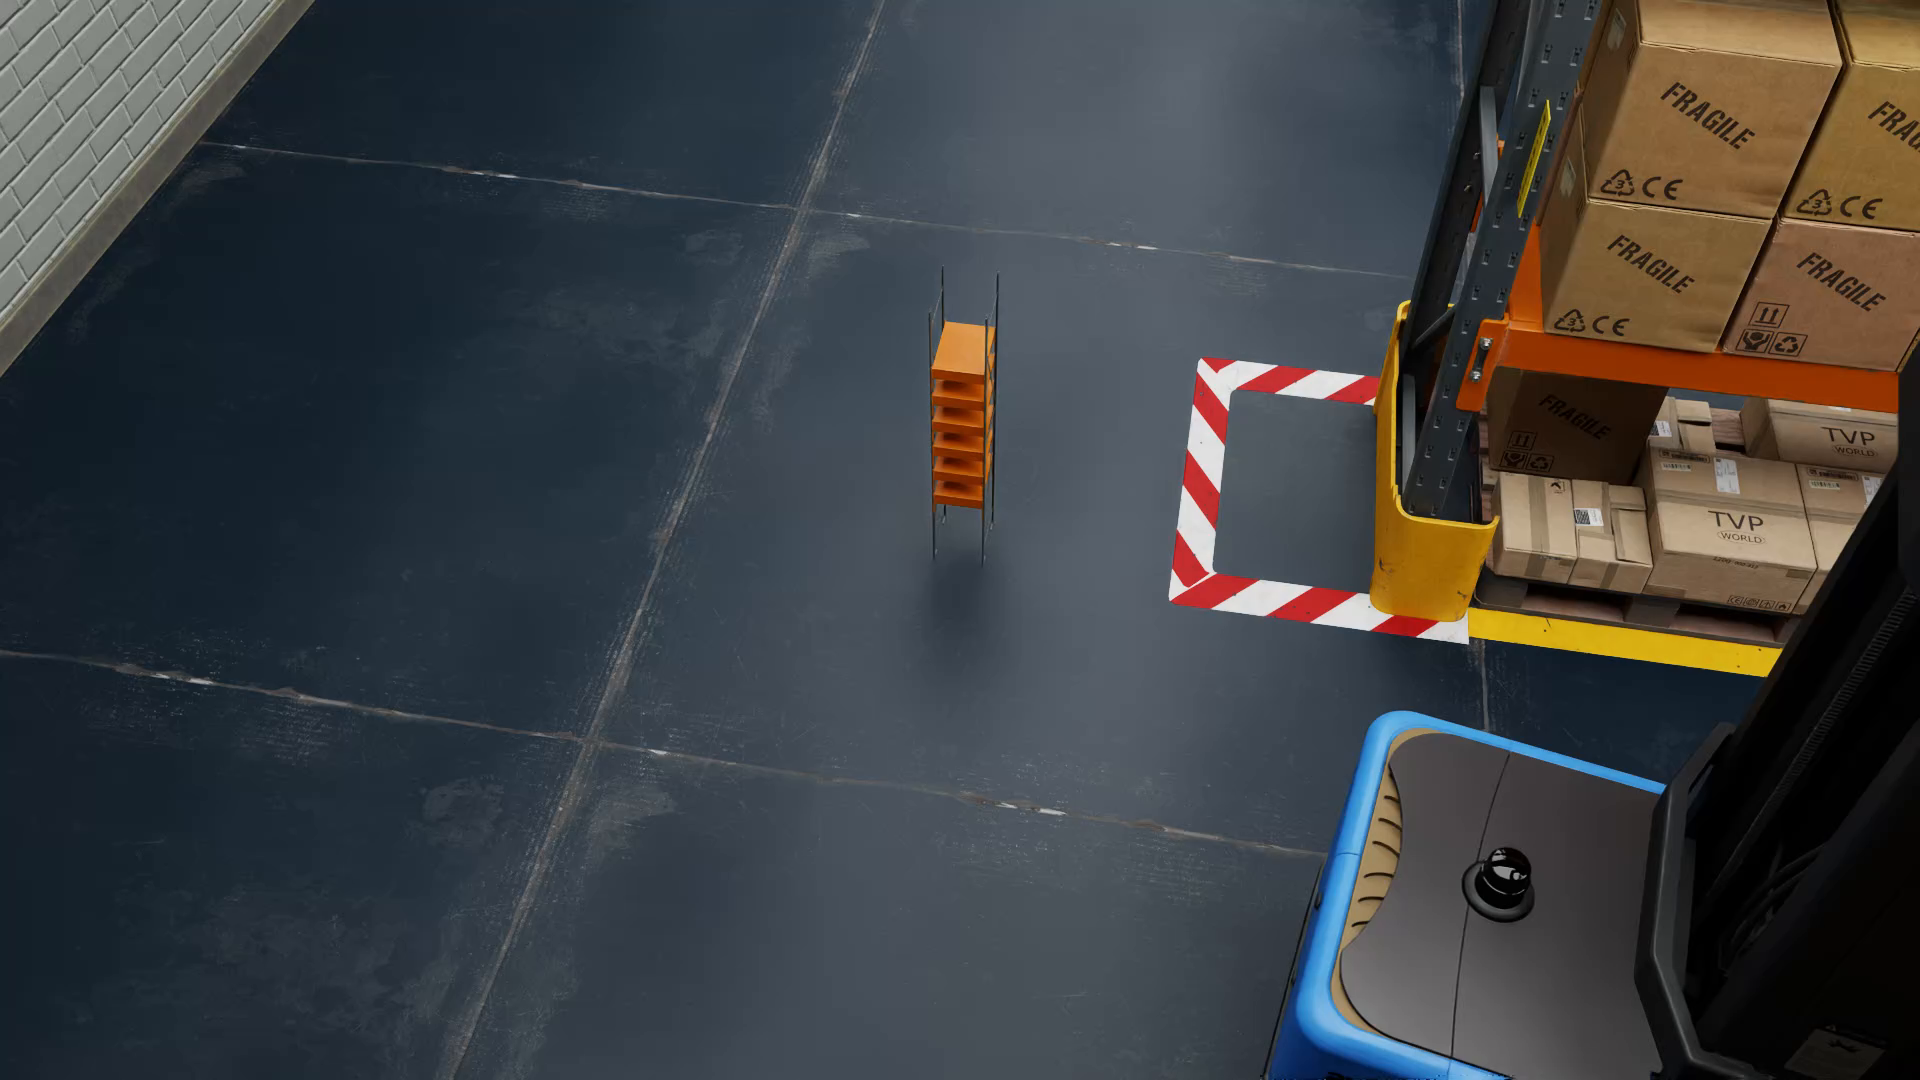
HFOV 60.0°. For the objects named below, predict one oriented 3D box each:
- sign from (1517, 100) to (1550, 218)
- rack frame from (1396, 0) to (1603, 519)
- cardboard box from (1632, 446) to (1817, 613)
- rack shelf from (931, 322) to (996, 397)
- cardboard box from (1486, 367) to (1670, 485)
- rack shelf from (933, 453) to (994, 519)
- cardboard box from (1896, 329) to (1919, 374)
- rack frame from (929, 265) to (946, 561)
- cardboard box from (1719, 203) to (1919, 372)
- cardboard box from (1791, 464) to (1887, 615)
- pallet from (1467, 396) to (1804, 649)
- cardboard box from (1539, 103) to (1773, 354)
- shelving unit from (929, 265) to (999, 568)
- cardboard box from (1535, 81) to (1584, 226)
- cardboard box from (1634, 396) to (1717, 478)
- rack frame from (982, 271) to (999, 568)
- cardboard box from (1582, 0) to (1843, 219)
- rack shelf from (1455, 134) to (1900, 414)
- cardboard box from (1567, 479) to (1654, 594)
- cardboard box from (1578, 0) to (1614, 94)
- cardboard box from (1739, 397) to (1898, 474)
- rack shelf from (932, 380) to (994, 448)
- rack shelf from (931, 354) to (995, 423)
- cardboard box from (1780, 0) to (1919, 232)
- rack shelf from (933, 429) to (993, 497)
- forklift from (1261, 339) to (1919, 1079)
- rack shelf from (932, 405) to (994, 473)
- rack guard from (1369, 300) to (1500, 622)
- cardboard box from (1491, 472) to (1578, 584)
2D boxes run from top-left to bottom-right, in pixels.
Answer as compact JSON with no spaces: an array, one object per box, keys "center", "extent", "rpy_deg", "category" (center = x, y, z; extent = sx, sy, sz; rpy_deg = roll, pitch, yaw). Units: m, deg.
[{"center":[1.584,-1.052,4.596],"extent":[0.005,0.325,0.100],"rpy_deg":[8,49,7],"category":"sign"},{"center":[1.681,-1.159,5.275],"extent":[0.127,3.000,1.000],"rpy_deg":[8,49,7],"category":"rack frame"},{"center":[2.657,-0.042,5.824],"extent":[0.500,0.250,0.500],"rpy_deg":[8,49,7],"category":"cardboard box"},{"center":[0.014,-0.610,5.567],"extent":[0.180,0.103,0.258],"rpy_deg":[8,49,7],"category":"rack shelf"},{"center":[2.260,-0.579,6.139],"extent":[0.500,0.500,0.500],"rpy_deg":[8,49,7],"category":"cardboard box"},{"center":[0.014,-0.209,6.014],"extent":[0.180,0.103,0.258],"rpy_deg":[8,49,7],"category":"rack shelf"},{"center":[3.072,-0.808,4.892],"extent":[0.500,0.500,0.500],"rpy_deg":[8,49,7],"category":"cardboard box"},{"center":[-0.076,-0.411,5.813],"extent":[0.006,1.200,0.240],"rpy_deg":[8,49,7],"category":"rack frame"},{"center":[2.579,-0.877,4.954],"extent":[0.500,0.500,0.500],"rpy_deg":[7,48,6],"category":"cardboard box"},{"center":[3.149,0.024,5.764],"extent":[0.500,0.250,0.500],"rpy_deg":[8,49,7],"category":"cardboard box"},{"center":[2.540,-0.112,6.209],"extent":[1.213,0.211,1.003],"rpy_deg":[8,49,7],"category":"pallet"},{"center":[2.070,-0.941,5.012],"extent":[0.500,0.500,0.500],"rpy_deg":[9,49,8],"category":"cardboard box"},{"center":[0.014,-0.399,5.802],"extent":[0.189,1.200,0.258],"rpy_deg":[8,49,7],"category":"shelving unit"},{"center":[2.170,-1.333,5.364],"extent":[0.500,0.500,0.500],"rpy_deg":[9,49,8],"category":"cardboard box"},{"center":[2.642,-0.348,6.155],"extent":[0.250,0.166,0.380],"rpy_deg":[8,49,7],"category":"cardboard box"},{"center":[0.104,-0.387,5.791],"extent":[0.006,1.200,0.240],"rpy_deg":[8,49,7],"category":"rack frame"},{"center":[2.070,-1.275,4.640],"extent":[0.500,0.500,0.500],"rpy_deg":[9,49,8],"category":"cardboard box"},{"center":[3.649,-0.654,5.305],"extent":[4.000,0.370,1.077],"rpy_deg":[8,49,7],"category":"rack shelf"},{"center":[2.278,-0.019,5.860],"extent":[0.250,0.166,0.380],"rpy_deg":[8,49,7],"category":"cardboard box"},{"center":[2.168,-1.669,4.994],"extent":[0.500,0.500,0.500],"rpy_deg":[7,48,6],"category":"cardboard box"},{"center":[3.189,-0.348,6.099],"extent":[0.500,0.250,0.500],"rpy_deg":[8,49,7],"category":"cardboard box"},{"center":[0.014,-0.450,5.746],"extent":[0.180,0.103,0.258],"rpy_deg":[8,49,7],"category":"rack shelf"},{"center":[0.014,-0.530,5.657],"extent":[0.180,0.103,0.258],"rpy_deg":[8,49,7],"category":"rack shelf"},{"center":[2.586,-1.212,4.583],"extent":[0.500,0.500,0.500],"rpy_deg":[8,49,7],"category":"cardboard box"},{"center":[0.014,-0.289,5.924],"extent":[0.180,0.103,0.258],"rpy_deg":[8,49,7],"category":"rack shelf"},{"center":[2.338,0.900,3.471],"extent":[3.031,2.935,1.130],"rpy_deg":[16,50,14],"category":"forklift"},{"center":[0.014,-0.369,5.835],"extent":[0.180,0.103,0.258],"rpy_deg":[8,49,7],"category":"rack shelf"},{"center":[1.755,-0.314,6.196],"extent":[0.348,0.500,1.175],"rpy_deg":[8,49,7],"category":"rack guard"},{"center":[2.032,-0.047,5.896],"extent":[0.250,0.149,0.380],"rpy_deg":[8,49,7],"category":"cardboard box"}]
